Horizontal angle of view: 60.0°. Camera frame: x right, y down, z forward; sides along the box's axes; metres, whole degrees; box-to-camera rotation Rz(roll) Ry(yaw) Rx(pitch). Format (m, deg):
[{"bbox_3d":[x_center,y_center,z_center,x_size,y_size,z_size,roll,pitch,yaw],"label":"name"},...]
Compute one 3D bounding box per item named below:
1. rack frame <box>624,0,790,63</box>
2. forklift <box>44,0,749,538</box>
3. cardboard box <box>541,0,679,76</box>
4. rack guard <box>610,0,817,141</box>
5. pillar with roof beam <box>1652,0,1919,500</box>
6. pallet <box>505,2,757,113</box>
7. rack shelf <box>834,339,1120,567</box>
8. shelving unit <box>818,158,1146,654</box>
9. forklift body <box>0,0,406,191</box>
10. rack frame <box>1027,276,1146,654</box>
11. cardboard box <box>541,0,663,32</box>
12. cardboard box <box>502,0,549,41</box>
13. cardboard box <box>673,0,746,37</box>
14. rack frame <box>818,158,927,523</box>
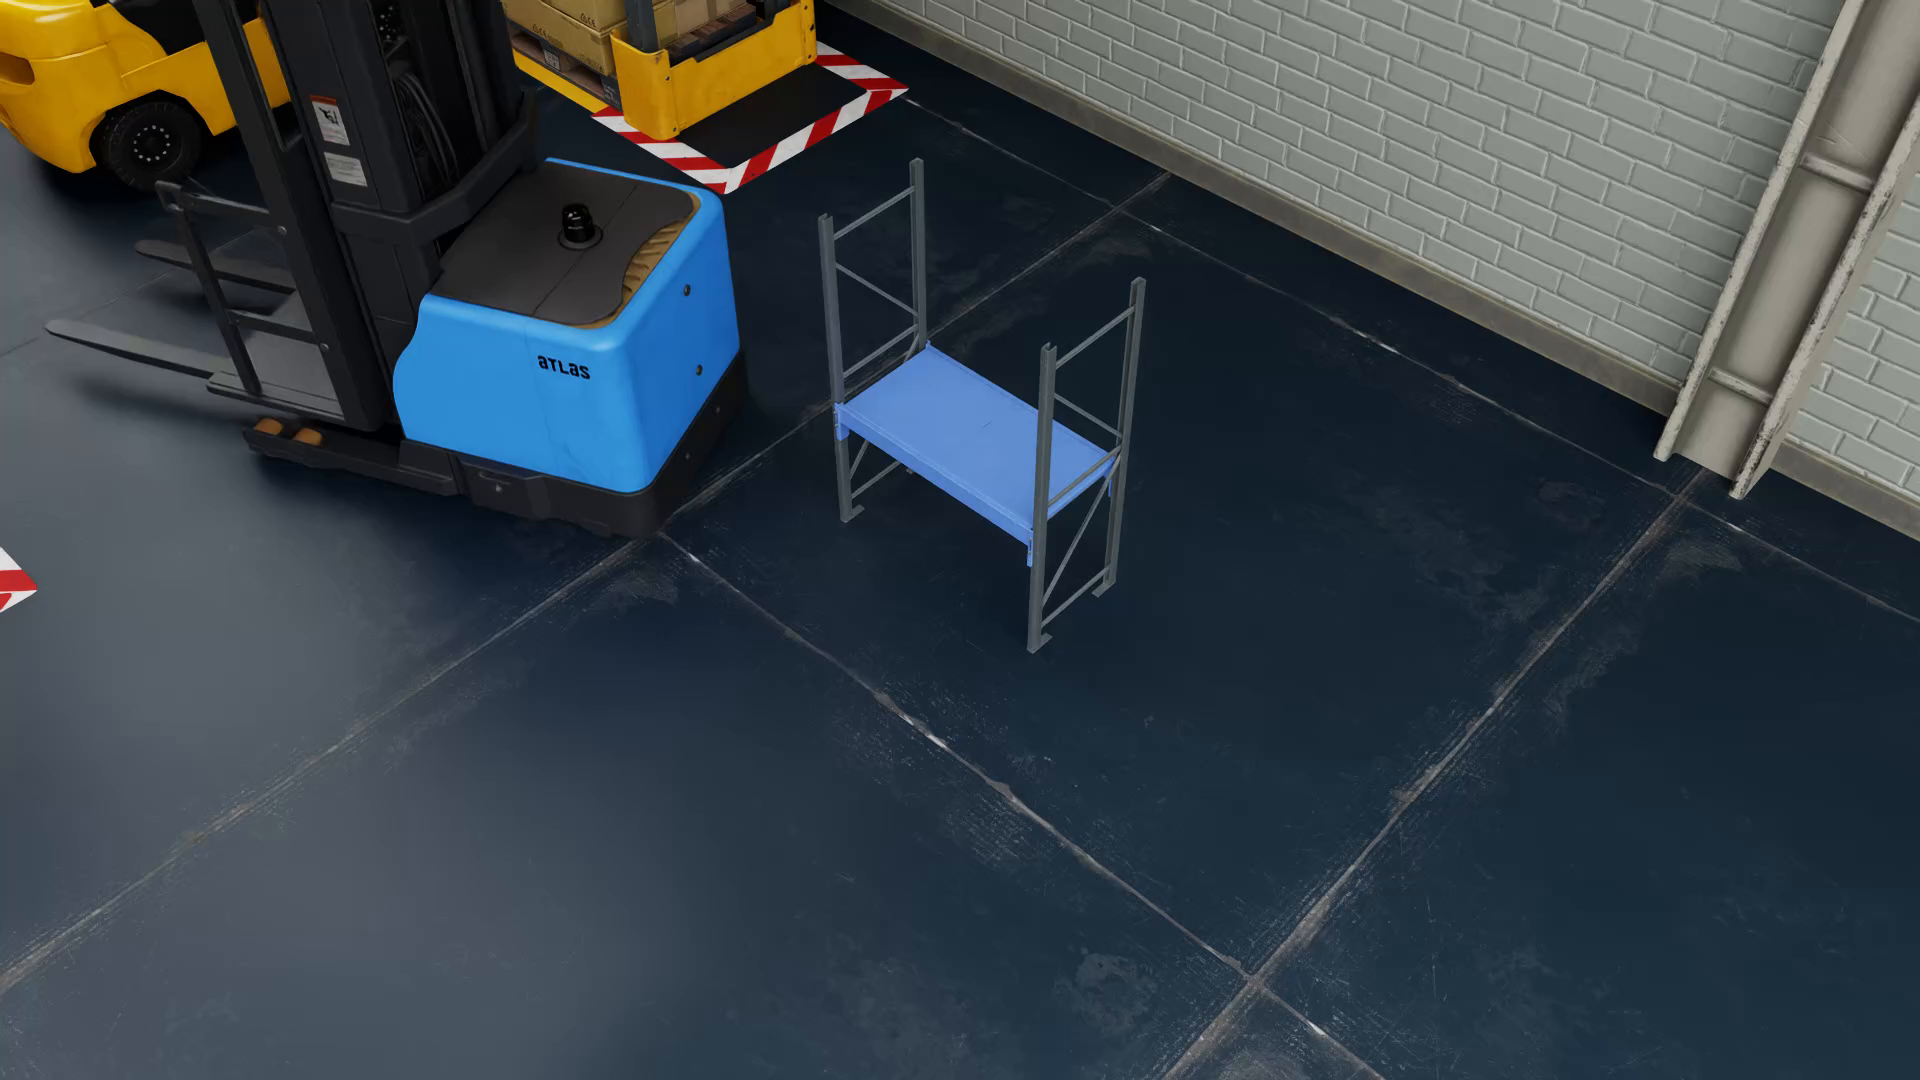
[{"bbox_3d":[-1.310,-3.510,7.988,0.127,3.000,1.000,34,55,28],"label":"rack frame"},{"bbox_3d":[-2.498,-1.660,6.298,3.031,2.935,1.130,14,48,13],"label":"forklift"},{"bbox_3d":[-1.869,-2.775,8.896,0.500,0.250,0.500,34,56,28],"label":"cardboard box"},{"bbox_3d":[-1.292,-2.642,8.888,0.348,0.500,1.175,34,55,28],"label":"rack guard"},{"bbox_3d":[0.279,-1.117,1.627,0.400,9.000,9.100,34,55,28],"label":"pillar with roof beam"},{"bbox_3d":[-1.900,-2.911,9.338,1.213,0.211,1.003,34,55,28],"label":"pallet"},{"bbox_3d":[0.063,-0.348,6.295,1.000,0.185,0.538,34,55,28],"label":"rack shelf"},{"bbox_3d":[0.063,-0.471,6.164,1.048,1.500,0.538,34,55,28],"label":"shelving unit"},{"bbox_3d":[-3.940,-3.180,8.260,1.214,2.155,2.313,34,55,28],"label":"forklift body"},{"bbox_3d":[0.436,-0.220,5.928,0.032,1.500,0.500,34,55,28],"label":"rack frame"},{"bbox_3d":[-1.879,-2.957,8.724,0.500,0.250,0.500,33,55,27],"label":"cardboard box"},{"bbox_3d":[-2.228,-3.026,9.132,0.500,0.250,0.500,34,55,28],"label":"cardboard box"},{"bbox_3d":[-1.538,-3.060,9.164,0.500,0.250,0.500,34,56,28],"label":"cardboard box"},{"bbox_3d":[-0.311,-0.723,6.400,0.032,1.500,0.500,34,55,28],"label":"rack frame"}]
